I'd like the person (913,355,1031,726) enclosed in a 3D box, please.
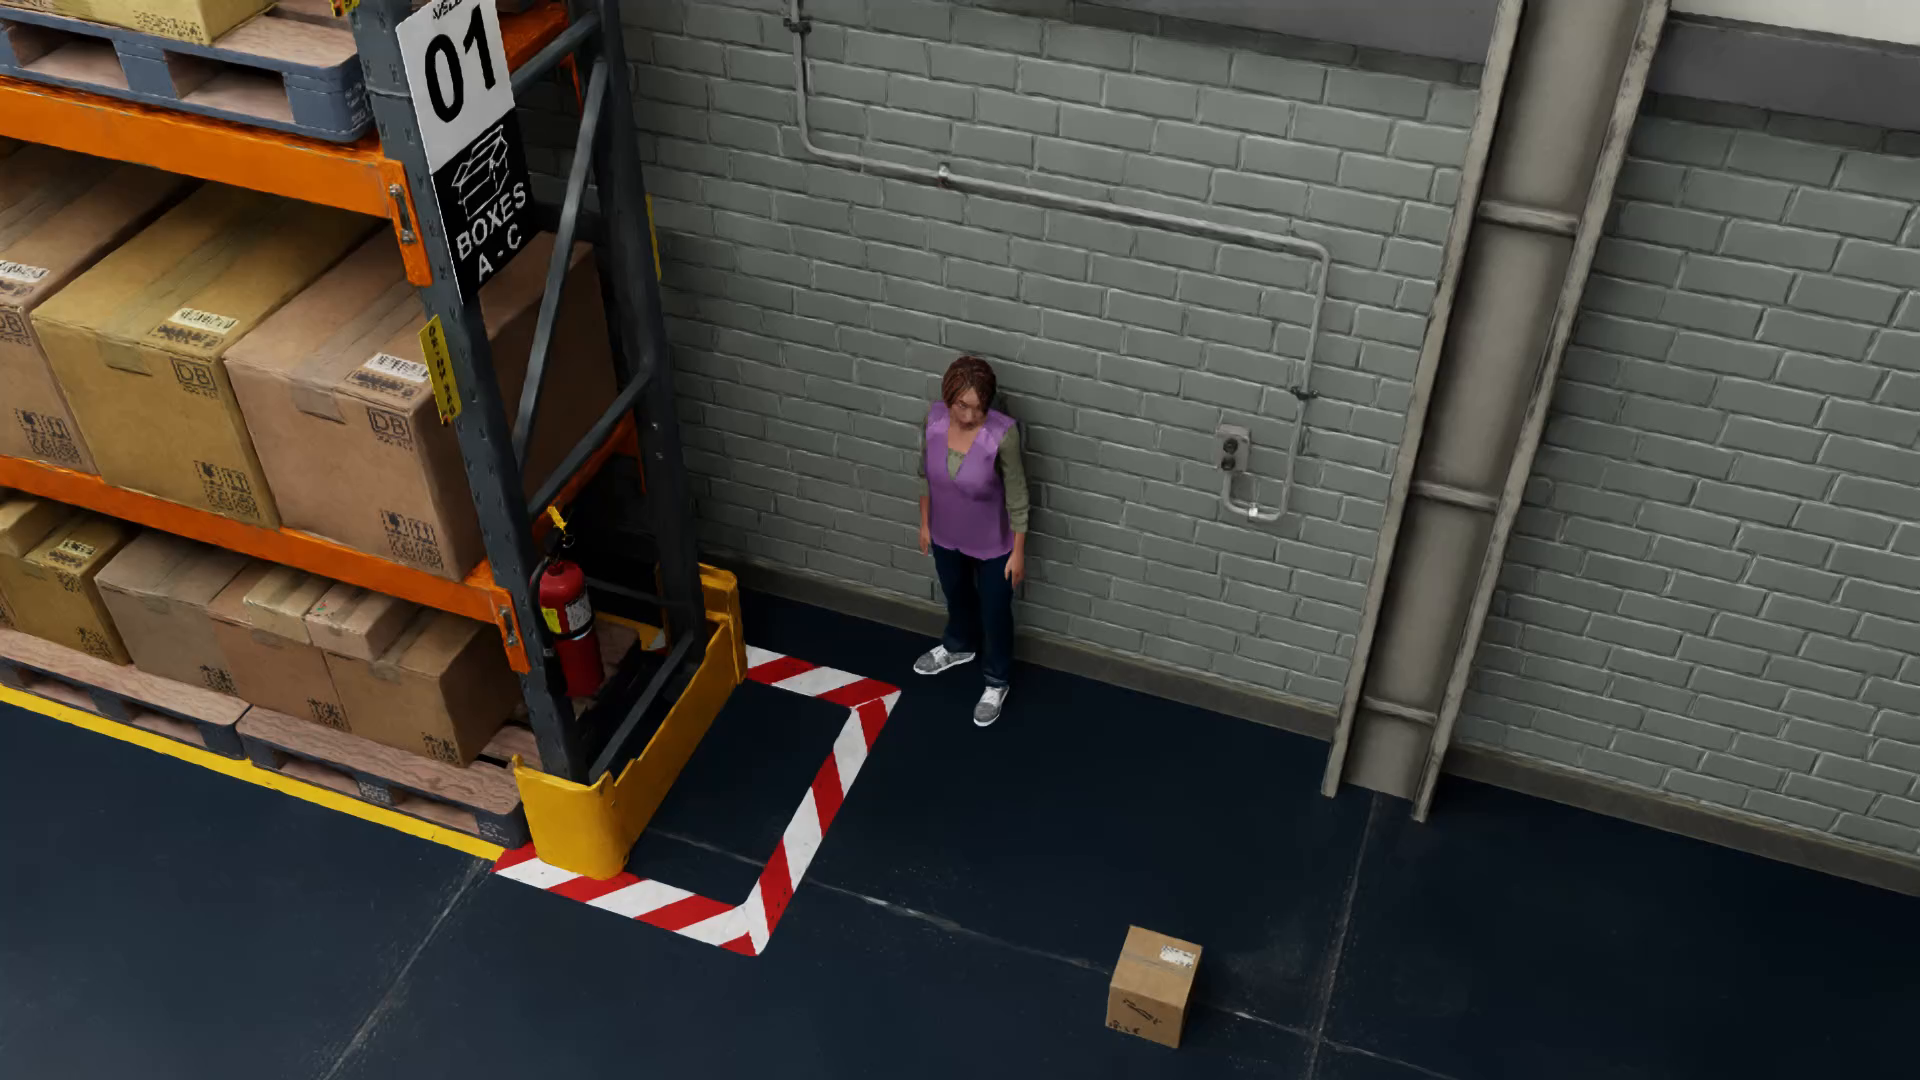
[{"bbox_3d":[0.036,-0.007,6.139,0.484,1.600,0.372,22,46,22],"label":"person"}]
